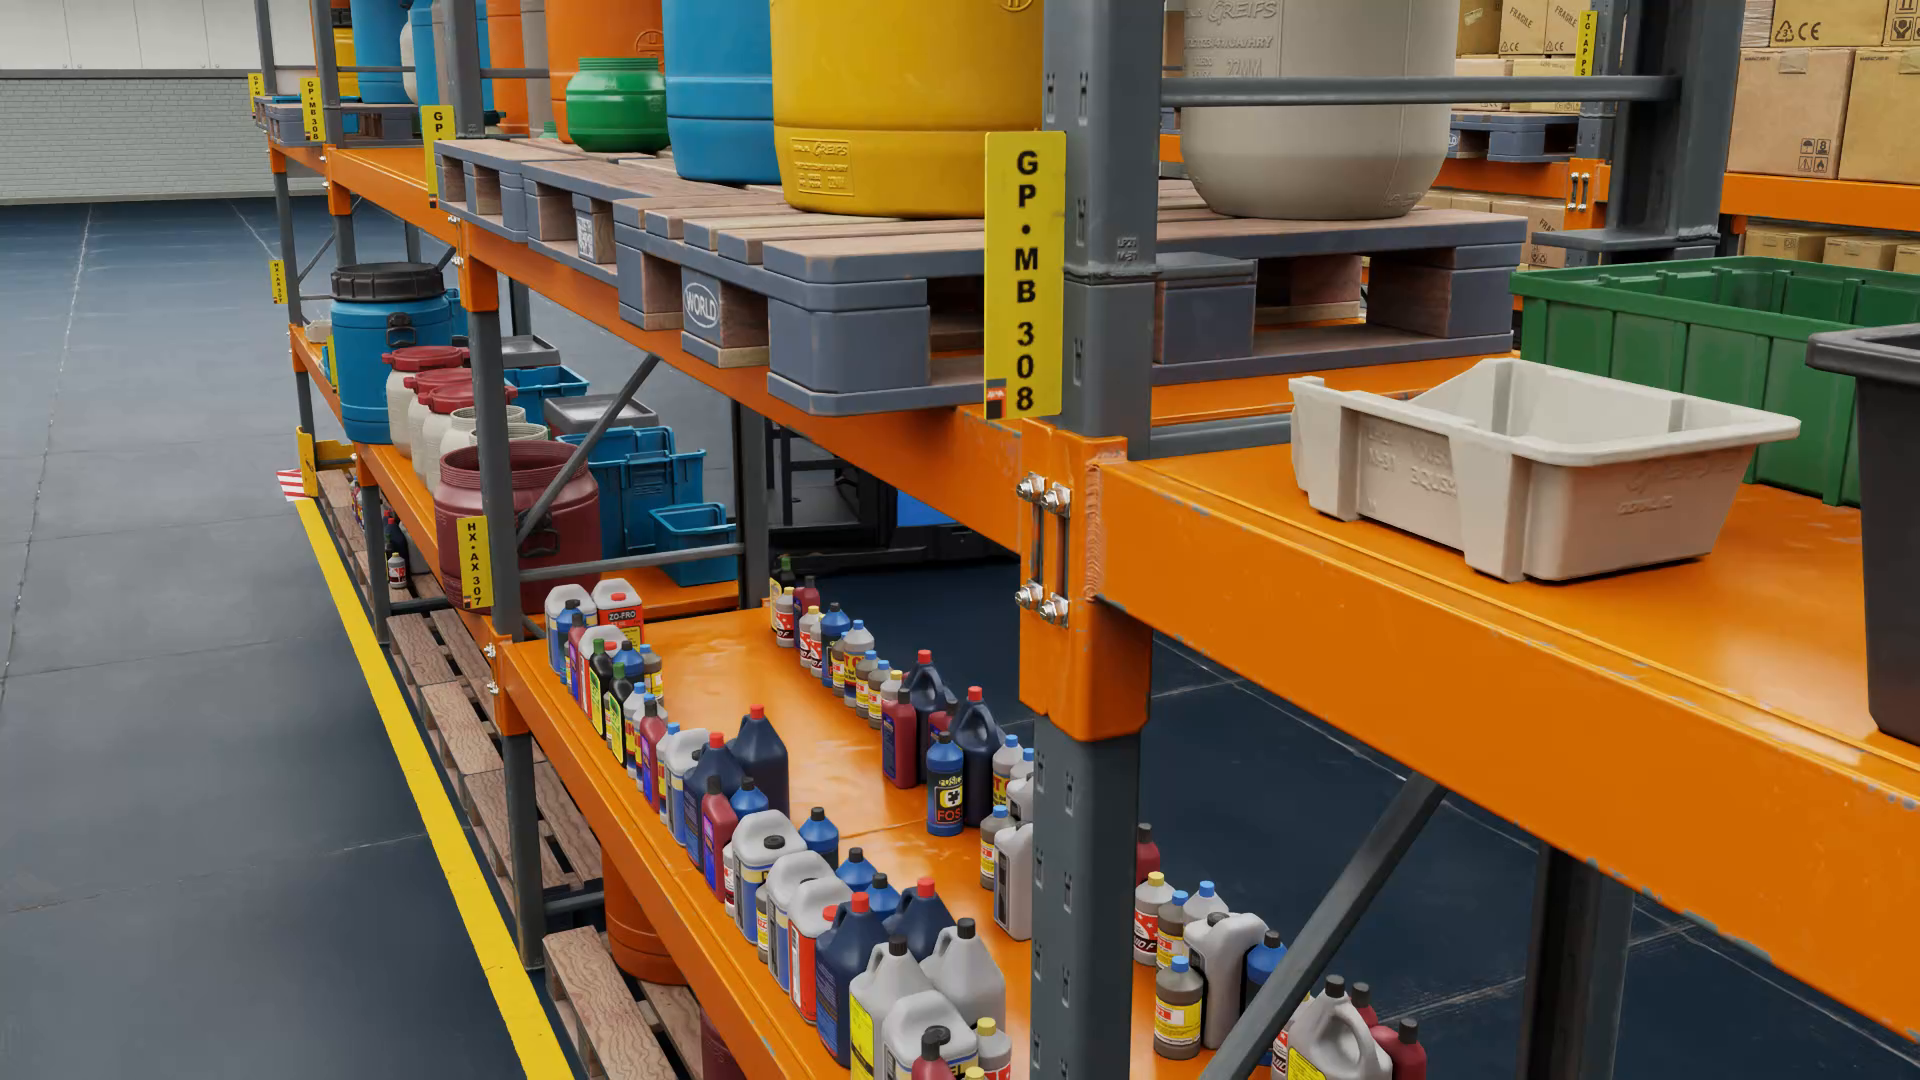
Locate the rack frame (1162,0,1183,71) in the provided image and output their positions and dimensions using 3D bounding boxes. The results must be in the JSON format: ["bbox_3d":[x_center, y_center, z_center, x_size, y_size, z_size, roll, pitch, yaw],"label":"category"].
[{"bbox_3d":[1.519,-4.385,10.716,1.000,3.000,0.127,-8,18,-25],"label":"rack frame"}]

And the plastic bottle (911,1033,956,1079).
[{"bbox_3d":[-0.036,1.026,2.950,0.061,0.283,0.133,-8,18,-25],"label":"plastic bottle"}]

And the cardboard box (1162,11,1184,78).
[{"bbox_3d":[1.535,-3.417,11.585,0.500,0.500,0.500,-6,17,-20],"label":"cardboard box"}]

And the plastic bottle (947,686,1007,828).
[{"bbox_3d":[0.050,0.568,4.424,0.144,0.351,0.185,-8,18,-25],"label":"plastic bottle"}]

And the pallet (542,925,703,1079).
[{"bbox_3d":[-0.800,1.619,5.726,1.003,0.211,1.213,-8,18,-25],"label":"pallet"}]

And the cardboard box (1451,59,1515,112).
[{"bbox_3d":[2.776,-2.314,8.450,0.500,0.250,0.500,-7,17,-23],"label":"cardboard box"}]

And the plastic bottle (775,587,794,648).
[{"bbox_3d":[-0.588,0.263,5.755,0.097,0.201,0.097,0,16,0],"label":"plastic bottle"}]

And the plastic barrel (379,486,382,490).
[{"bbox_3d":[-4.111,-0.623,12.233,0.421,0.512,0.421,0,16,0],"label":"plastic barrel"}]

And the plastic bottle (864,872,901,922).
[{"bbox_3d":[-0.171,0.848,3.591,0.097,0.271,0.097,0,16,0],"label":"plastic bottle"}]

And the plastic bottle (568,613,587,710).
[{"bbox_3d":[-1.181,0.378,5.208,0.061,0.283,0.133,-8,18,-25],"label":"plastic bottle"}]

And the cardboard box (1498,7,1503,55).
[{"bbox_3d":[4.891,-4.863,15.792,0.500,0.500,0.500,-6,17,-21],"label":"cardboard box"}]

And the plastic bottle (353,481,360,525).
[{"bbox_3d":[-4.091,-0.256,11.330,0.061,0.283,0.133,-7,18,-24],"label":"plastic bottle"}]

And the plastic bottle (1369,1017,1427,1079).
[{"bbox_3d":[0.792,0.994,3.061,0.061,0.283,0.133,-8,18,-25],"label":"plastic bottle"}]

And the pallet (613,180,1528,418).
[{"bbox_3d":[0.138,-0.453,2.797,1.213,0.211,1.003,-8,18,-25],"label":"pallet"}]

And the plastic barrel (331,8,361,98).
[{"bbox_3d":[-4.074,-3.362,11.488,0.600,0.588,0.600,0,16,0],"label":"plastic barrel"}]

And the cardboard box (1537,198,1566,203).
[{"bbox_3d":[5.515,-2.793,14.923,0.500,0.500,0.500,-7,17,-23],"label":"cardboard box"}]

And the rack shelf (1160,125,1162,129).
[{"bbox_3d":[0.643,-3.093,12.957,1.077,0.370,4.000,-8,18,-25],"label":"rack shelf"}]

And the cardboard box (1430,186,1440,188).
[{"bbox_3d":[4.615,-3.299,16.686,0.500,0.500,0.500,-8,18,-26],"label":"cardboard box"}]

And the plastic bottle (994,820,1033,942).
[{"bbox_3d":[0.167,0.768,3.862,0.152,0.276,0.135,-8,18,-25],"label":"plastic bottle"}]

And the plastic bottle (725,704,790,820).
[{"bbox_3d":[-0.532,0.591,4.344,0.144,0.351,0.185,-8,18,-25],"label":"plastic bottle"}]

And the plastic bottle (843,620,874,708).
[{"bbox_3d":[-0.317,0.384,5.209,0.097,0.271,0.097,0,16,0],"label":"plastic bottle"}]

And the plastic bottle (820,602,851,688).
[{"bbox_3d":[-0.402,0.335,5.378,0.097,0.271,0.097,0,16,0],"label":"plastic bottle"}]

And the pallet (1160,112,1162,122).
[{"bbox_3d":[1.122,-3.109,11.868,1.003,0.211,1.213,-8,18,-25],"label":"pallet"}]

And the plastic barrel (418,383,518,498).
[{"bbox_3d":[-2.203,-0.416,7.515,0.433,0.535,0.433,0,16,0],"label":"plastic barrel"}]

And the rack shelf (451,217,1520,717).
[{"bbox_3d":[-0.307,-0.512,3.962,1.077,0.370,4.000,-8,18,-25],"label":"rack shelf"}]

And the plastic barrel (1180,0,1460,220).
[{"bbox_3d":[0.564,-0.790,2.619,0.433,0.535,0.433,0,16,0],"label":"plastic barrel"}]

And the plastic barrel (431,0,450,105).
[{"bbox_3d":[-2.231,-2.324,8.065,0.600,0.901,0.600,0,16,0],"label":"plastic barrel"}]

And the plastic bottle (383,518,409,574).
[{"bbox_3d":[-3.477,0.033,10.201,0.144,0.351,0.185,-8,18,-26],"label":"plastic bottle"}]

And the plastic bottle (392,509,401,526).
[{"bbox_3d":[-3.621,-0.081,10.720,0.061,0.283,0.133,-8,18,-25],"label":"plastic bottle"}]

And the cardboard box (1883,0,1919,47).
[{"bbox_3d":[3.903,-2.118,6.261,0.500,0.500,0.500,-8,18,-25],"label":"cardboard box"}]

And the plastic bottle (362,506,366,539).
[{"bbox_3d":[-3.891,-0.148,10.977,0.097,0.271,0.097,0,16,0],"label":"plastic bottle"}]

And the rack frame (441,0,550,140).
[{"bbox_3d":[-1.183,-2.795,5.177,1.000,3.000,0.127,-8,18,-25],"label":"rack frame"}]

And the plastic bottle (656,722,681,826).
[{"bbox_3d":[-0.752,0.615,4.403,0.097,0.271,0.097,0,16,0],"label":"plastic bottle"}]

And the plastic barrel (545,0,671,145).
[{"bbox_3d":[-0.937,-1.621,4.982,0.600,0.830,0.708,-8,18,-25],"label":"plastic barrel"}]

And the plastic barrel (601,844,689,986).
[{"bbox_3d":[-0.954,1.049,5.831,0.600,0.830,0.708,-8,18,-25],"label":"plastic barrel"}]

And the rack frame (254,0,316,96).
[{"bbox_3d":[-4.688,-4.779,12.090,1.000,3.000,0.127,-8,18,-25],"label":"rack frame"}]

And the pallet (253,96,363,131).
[{"bbox_3d":[-4.413,-3.029,11.774,1.003,0.211,1.213,-8,18,-25],"label":"pallet"}]

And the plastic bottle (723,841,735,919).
[{"bbox_3d":[-0.511,0.785,3.937,0.097,0.201,0.097,0,16,0],"label":"plastic bottle"}]

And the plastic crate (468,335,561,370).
[{"bbox_3d":[-2.448,-0.851,9.163,0.402,0.464,0.583,-8,18,-25],"label":"plastic crate"}]

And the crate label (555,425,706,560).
[{"bbox_3d":[-1.375,-0.208,6.972,0.502,0.435,0.616,-8,18,-25],"label":"crate label"}]

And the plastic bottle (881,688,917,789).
[{"bbox_3d":[-0.170,0.540,4.643,0.061,0.283,0.133,-8,18,-25],"label":"plastic bottle"}]

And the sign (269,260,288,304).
[{"bbox_3d":[-5.184,-1.963,12.651,0.100,0.325,0.005,-8,18,-25],"label":"sign"}]

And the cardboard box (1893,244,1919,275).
[{"bbox_3d":[6.942,-1.790,11.571,0.700,0.500,0.500,-8,18,-25],"label":"cardboard box"}]

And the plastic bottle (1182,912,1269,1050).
[{"bbox_3d":[0.549,0.888,3.442,0.152,0.276,0.135,-8,18,-25],"label":"plastic bottle"}]

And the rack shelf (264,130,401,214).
[{"bbox_3d":[-3.812,-2.495,10.875,1.077,0.370,4.000,-8,18,-25],"label":"rack shelf"}]

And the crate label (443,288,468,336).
[{"bbox_3d":[-3.638,-1.489,11.436,0.502,0.435,0.616,-8,18,-25],"label":"crate label"}]

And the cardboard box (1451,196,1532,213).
[{"bbox_3d":[4.822,-2.857,15.143,0.500,0.500,0.500,-7,17,-23],"label":"cardboard box"}]

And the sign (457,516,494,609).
[{"bbox_3d":[-1.675,0.078,5.745,0.100,0.325,0.005,-8,18,-25],"label":"sign"}]

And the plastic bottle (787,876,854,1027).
[{"bbox_3d":[-0.275,0.866,3.522,0.152,0.276,0.135,-8,18,-25],"label":"plastic bottle"}]

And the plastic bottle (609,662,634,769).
[{"bbox_3d":[-0.963,0.501,4.777,0.061,0.283,0.133,-8,18,-25],"label":"plastic bottle"}]

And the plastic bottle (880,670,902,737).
[{"bbox_3d":[-0.189,0.490,4.967,0.097,0.201,0.097,0,16,0],"label":"plastic bottle"}]

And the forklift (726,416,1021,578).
[{"bbox_3d":[-0.967,-1.309,10.998,3.031,2.935,1.130,-4,16,-12],"label":"forklift"}]

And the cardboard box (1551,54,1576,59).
[{"bbox_3d":[5.317,-3.822,13.977,0.500,0.500,0.500,-9,18,-30],"label":"cardboard box"}]

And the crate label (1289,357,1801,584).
[{"bbox_3d":[0.524,-0.079,1.627,0.293,0.136,0.466,-8,18,-25],"label":"crate label"}]

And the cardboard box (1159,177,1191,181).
[{"bbox_3d":[1.319,-2.282,11.732,0.700,0.500,0.500,-8,18,-25],"label":"cardboard box"}]

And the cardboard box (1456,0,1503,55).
[{"bbox_3d":[4.577,-4.692,15.193,0.500,0.500,0.500,-7,17,-23],"label":"cardboard box"}]
